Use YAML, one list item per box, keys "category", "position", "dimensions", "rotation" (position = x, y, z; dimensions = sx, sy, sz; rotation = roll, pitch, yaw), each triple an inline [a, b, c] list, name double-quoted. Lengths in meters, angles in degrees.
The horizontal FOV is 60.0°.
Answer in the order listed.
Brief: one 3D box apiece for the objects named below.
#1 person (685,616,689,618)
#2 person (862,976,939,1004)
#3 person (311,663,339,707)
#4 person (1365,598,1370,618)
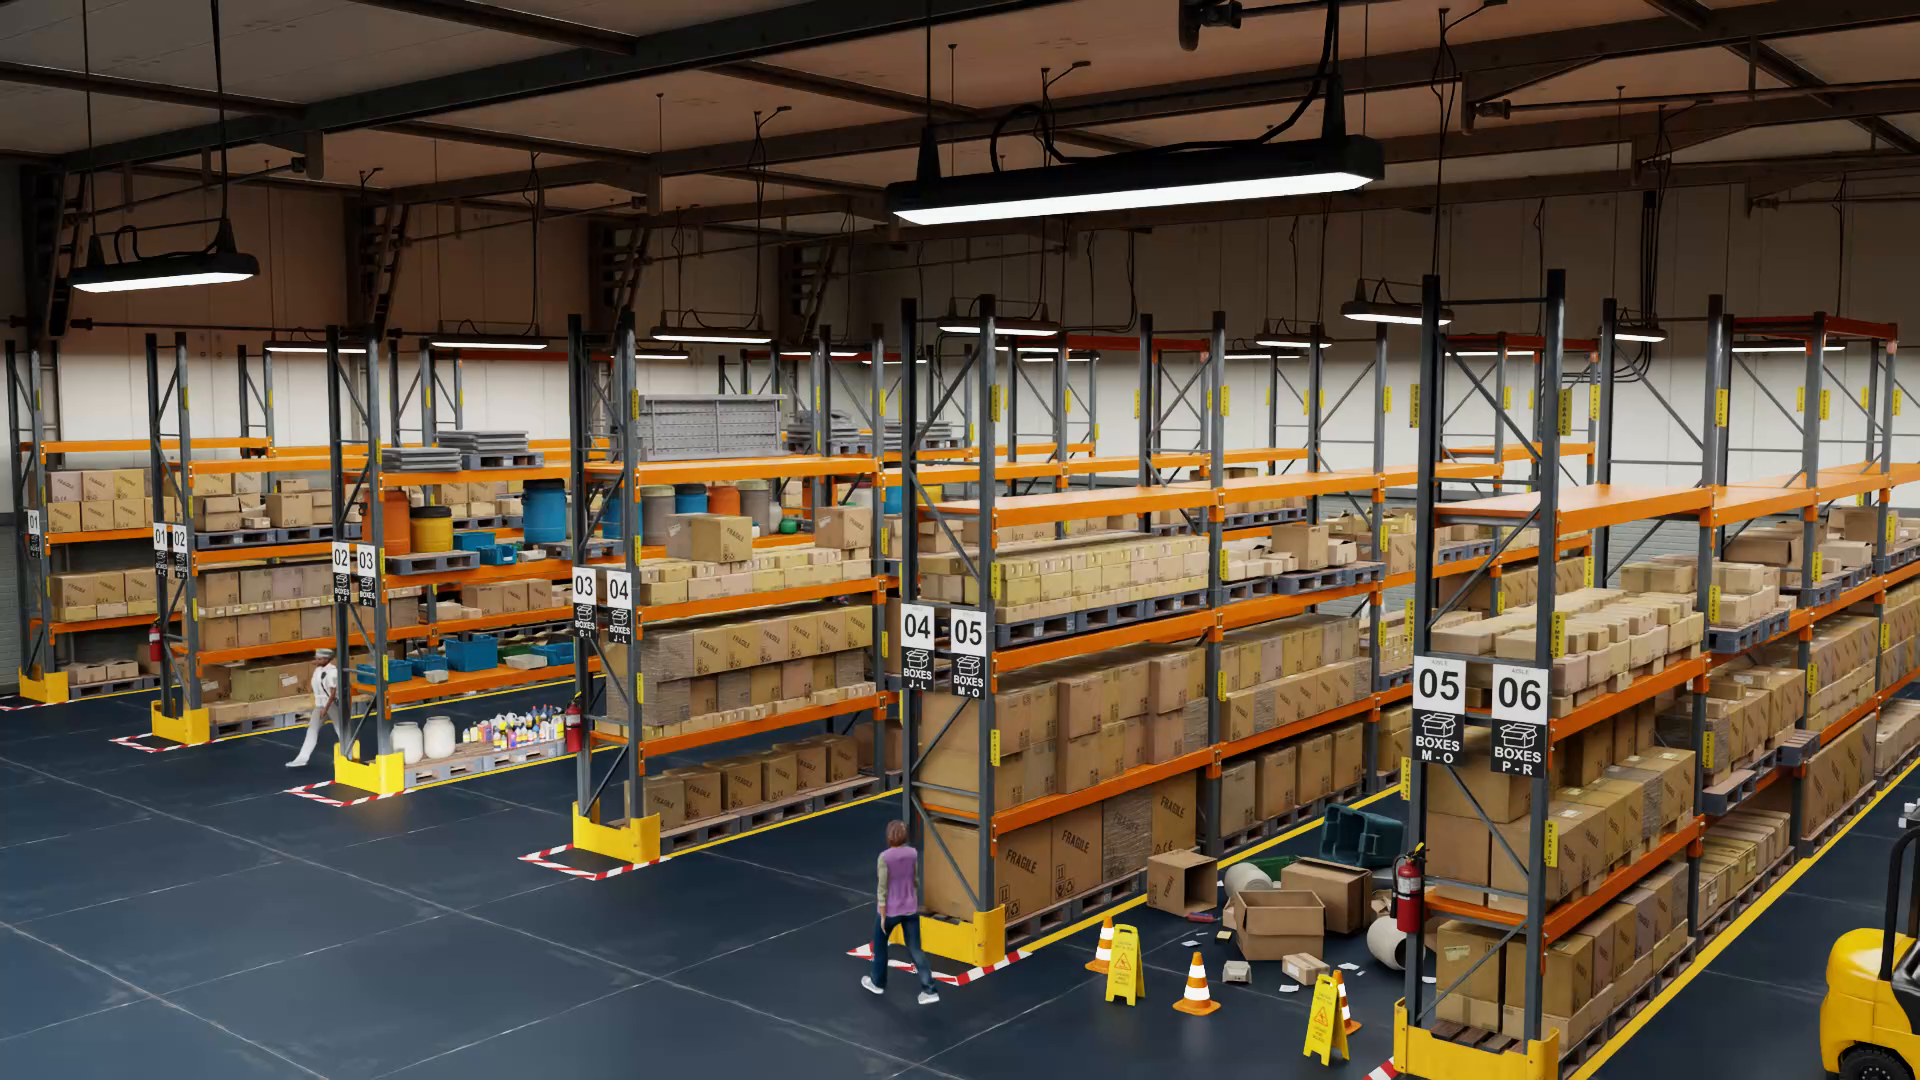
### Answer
- category: "person"
  position: [-4.510, 1.637, 29.588]
  dimensions: [0.690, 1.614, 0.635]
  rotation: [4, 6, 34]
- category: "person"
  position: [-0.509, 3.788, 14.061]
  dimensions: [0.240, 0.210, 0.967]
  rotation: [-3, 6, -33]
- category: "person"
  position: [-8.699, 1.983, 22.843]
  dimensions: [0.437, 0.593, 0.349]
  rotation: [3, 6, 26]
- category: "person"
  position: [7.568, 1.168, 30.541]
  dimensions: [0.351, 0.778, 0.271]
  rotation: [-1, 5, -15]
